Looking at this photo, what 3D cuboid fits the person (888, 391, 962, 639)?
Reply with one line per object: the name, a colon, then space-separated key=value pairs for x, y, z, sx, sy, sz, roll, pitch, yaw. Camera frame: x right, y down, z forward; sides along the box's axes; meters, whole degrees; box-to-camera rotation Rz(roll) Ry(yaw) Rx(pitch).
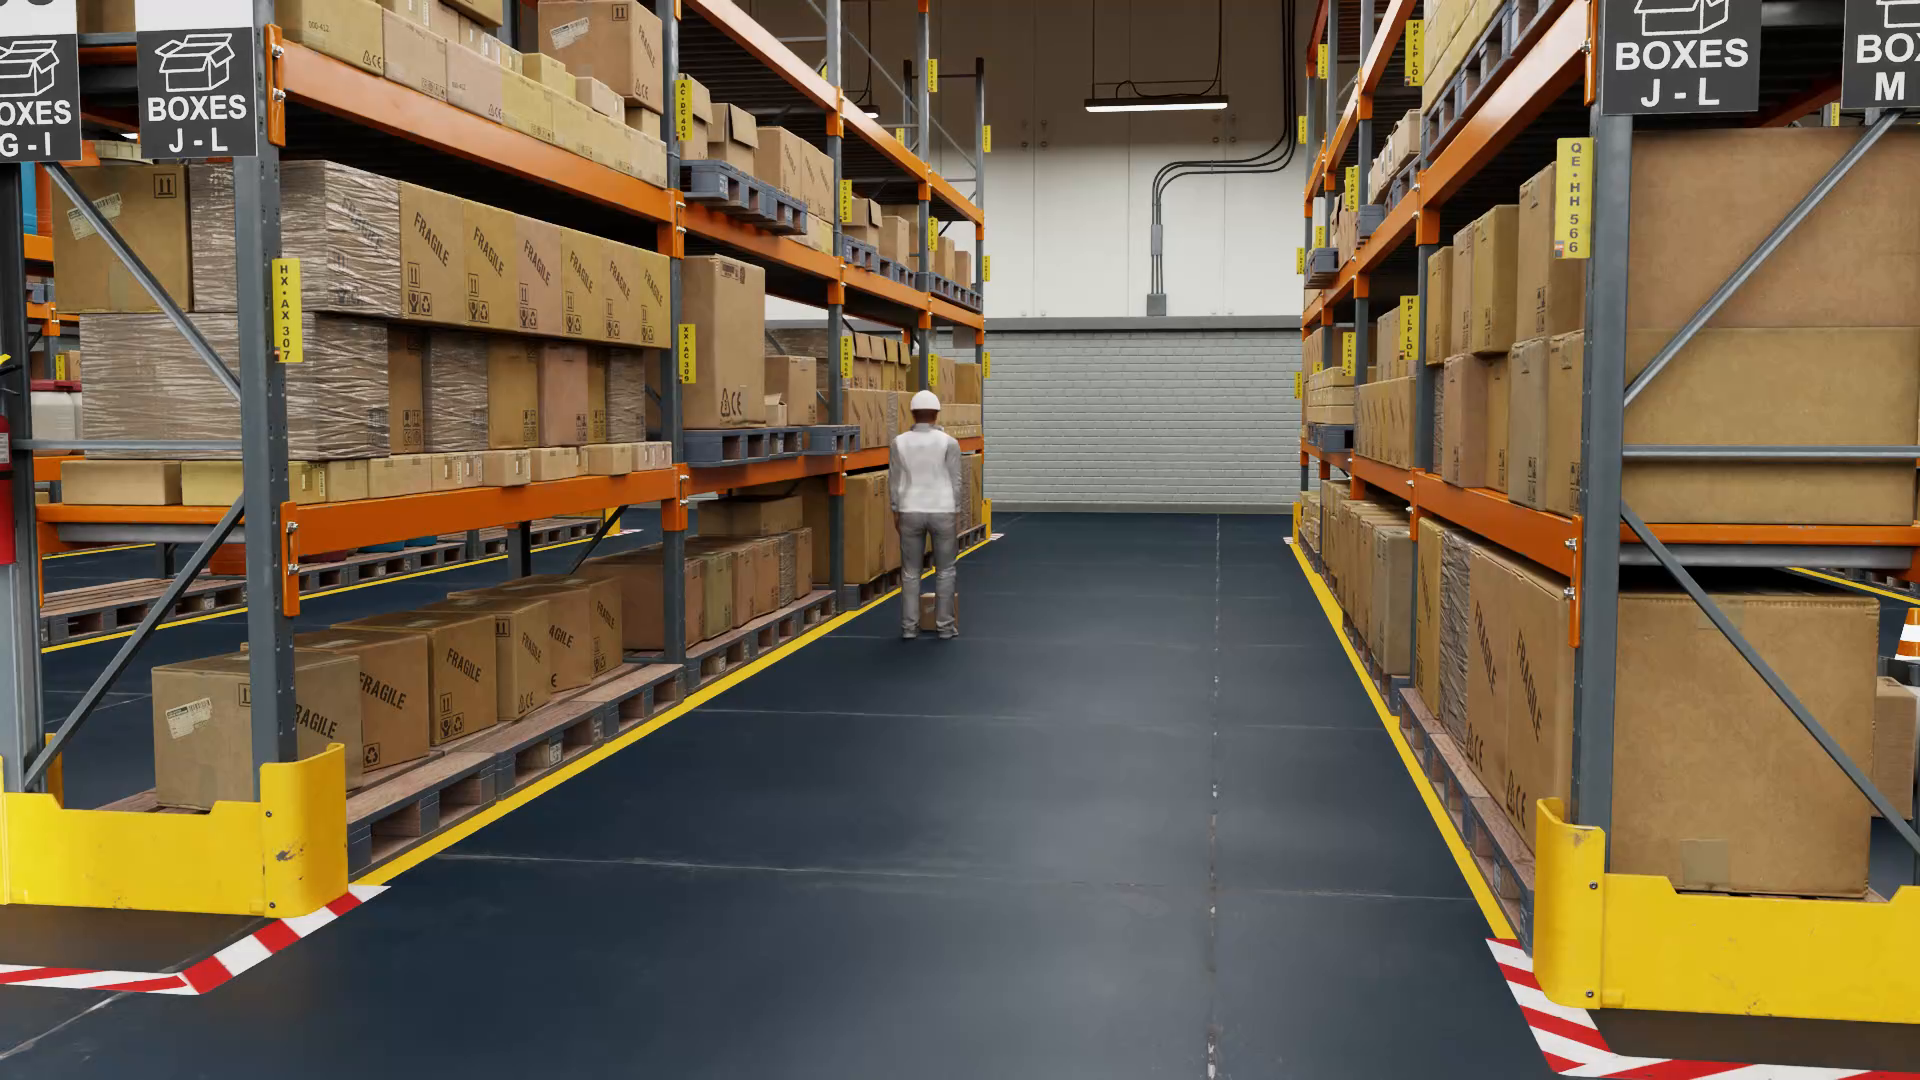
person: x=-0.249 y=-0.178 z=11.877 sx=0.535 sy=1.767 sz=0.363 roll=1 pitch=4 yaw=10
